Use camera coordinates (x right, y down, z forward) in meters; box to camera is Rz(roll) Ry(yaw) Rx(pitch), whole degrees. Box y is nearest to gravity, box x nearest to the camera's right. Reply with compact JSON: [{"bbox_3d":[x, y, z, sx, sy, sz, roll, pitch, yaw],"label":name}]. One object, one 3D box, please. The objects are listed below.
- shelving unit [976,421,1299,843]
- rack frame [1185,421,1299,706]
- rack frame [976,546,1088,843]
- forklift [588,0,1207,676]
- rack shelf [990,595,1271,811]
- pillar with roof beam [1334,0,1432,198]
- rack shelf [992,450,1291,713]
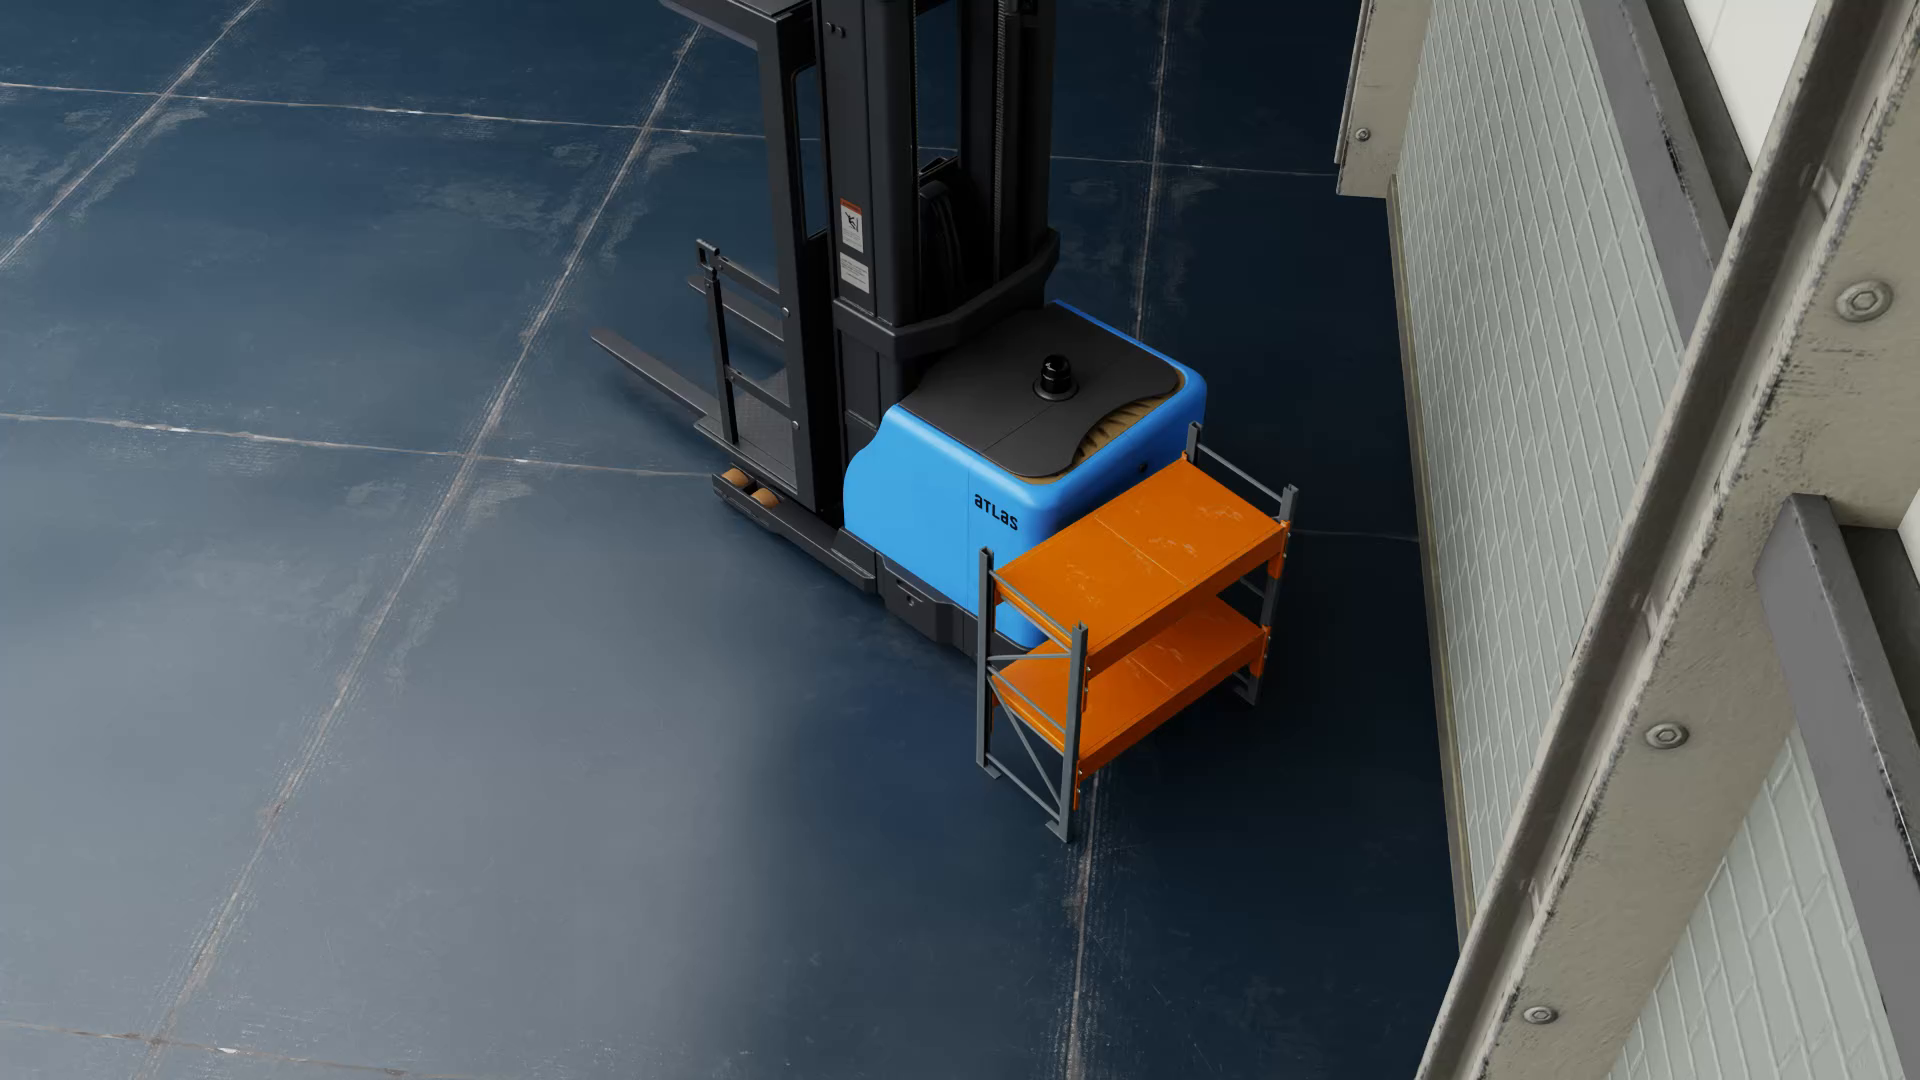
[{"bbox_3d":[0.623,0.337,6.076,1.048,1.125,0.538,-31,51,-28],"label":"shelving unit"},{"bbox_3d":[1.008,0.109,6.317,0.032,1.125,0.500,-31,51,-28],"label":"rack frame"},{"bbox_3d":[0.237,0.564,5.835,0.032,1.125,0.500,-31,51,-28],"label":"rack frame"},{"bbox_3d":[-0.455,-1.358,6.552,3.031,2.935,1.130,33,52,30],"label":"forklift"},{"bbox_3d":[0.623,0.514,6.244,1.000,0.278,0.538,-31,51,-28],"label":"rack shelf"},{"bbox_3d":[-1.984,-5.709,6.735,9.100,9.000,0.400,5,44,6],"label":"pillar with roof beam"},{"bbox_3d":[0.623,0.124,5.875,1.000,0.278,0.538,-31,51,-28],"label":"rack shelf"}]
